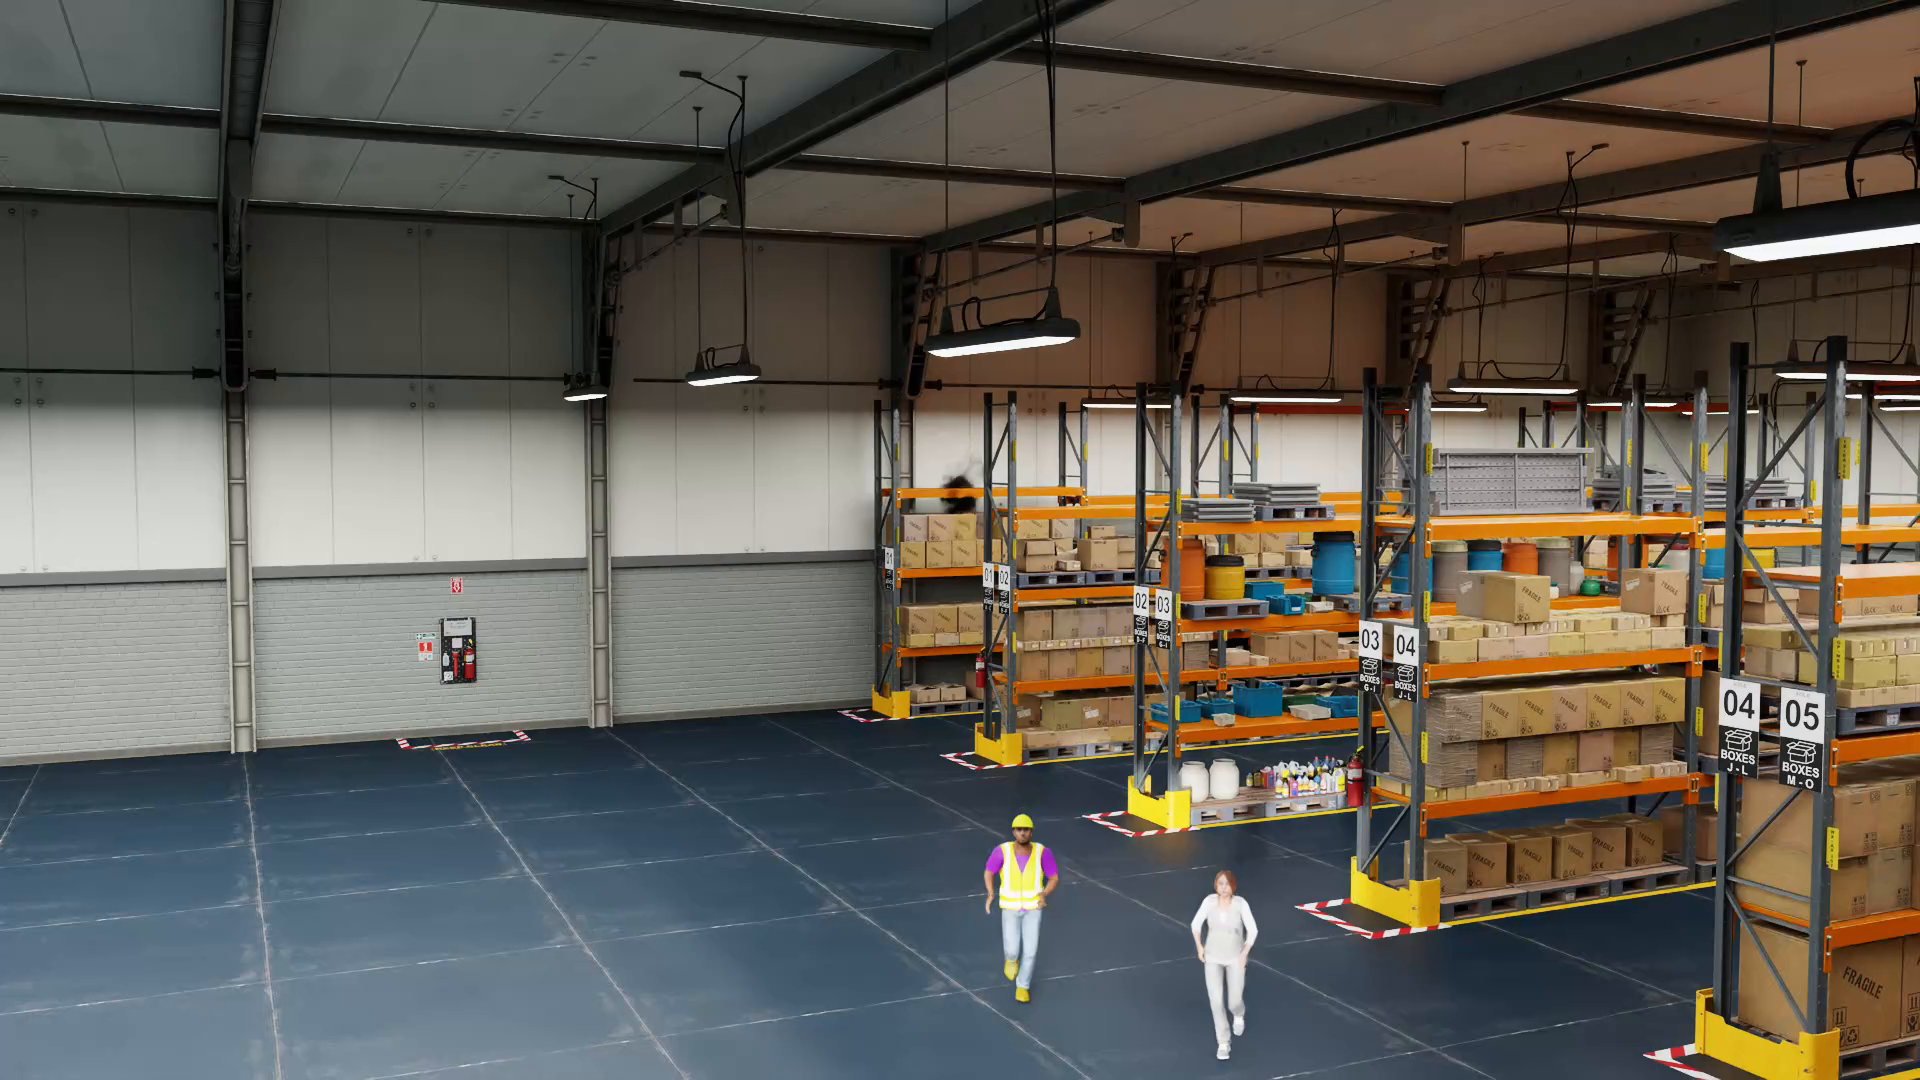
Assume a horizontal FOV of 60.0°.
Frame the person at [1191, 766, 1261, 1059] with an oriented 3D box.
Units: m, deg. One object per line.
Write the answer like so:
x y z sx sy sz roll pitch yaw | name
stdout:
3.326 3.281 18.918 1.164 1.569 10.388 1 3 16 | person

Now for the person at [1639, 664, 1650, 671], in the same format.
12.273 2.570 30.039 0.567 1.677 0.510 -3 4 -37 | person

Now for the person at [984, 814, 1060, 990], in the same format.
0.576 3.376 15.436 0.703 1.655 0.532 0 3 2 | person
